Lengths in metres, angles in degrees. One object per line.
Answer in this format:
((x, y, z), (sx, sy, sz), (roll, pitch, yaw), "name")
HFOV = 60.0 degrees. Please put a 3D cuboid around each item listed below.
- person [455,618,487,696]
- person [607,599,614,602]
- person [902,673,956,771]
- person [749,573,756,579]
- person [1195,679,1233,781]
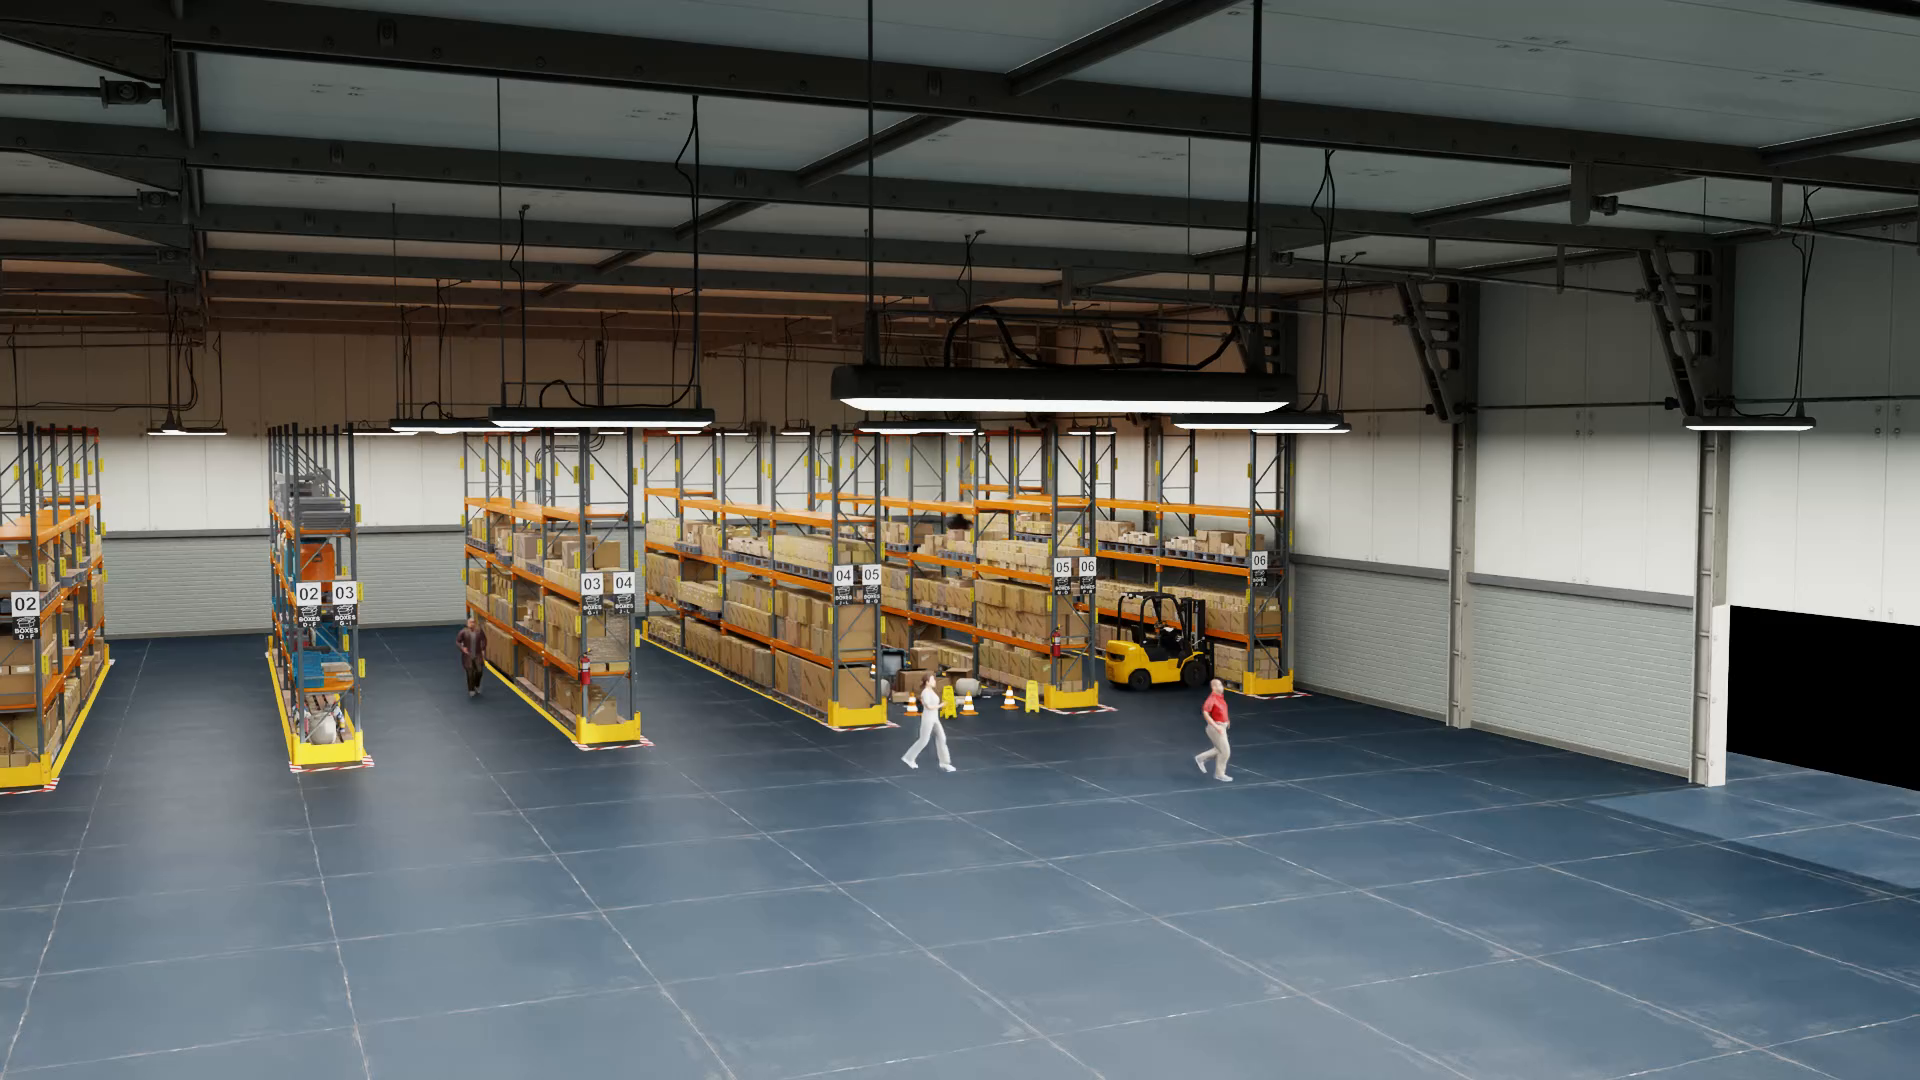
((-10.807, 2.595, 36.838), (0.717, 1.746, 0.645), (-2, 4, -24), "person")
((-9.916, 2.074, 46.626), (0.621, 1.615, 0.817), (-1, 4, -16), "person")
((-0.527, 3.121, 28.520), (0.926, 1.682, 0.553), (1, 4, 15), "person")
((-6.336, 1.824, 50.424), (0.523, 1.625, 0.560), (-2, 4, -28), "person")
((4.254, 3.175, 27.918), (0.679, 1.690, 0.665), (1, 4, 21), "person")
